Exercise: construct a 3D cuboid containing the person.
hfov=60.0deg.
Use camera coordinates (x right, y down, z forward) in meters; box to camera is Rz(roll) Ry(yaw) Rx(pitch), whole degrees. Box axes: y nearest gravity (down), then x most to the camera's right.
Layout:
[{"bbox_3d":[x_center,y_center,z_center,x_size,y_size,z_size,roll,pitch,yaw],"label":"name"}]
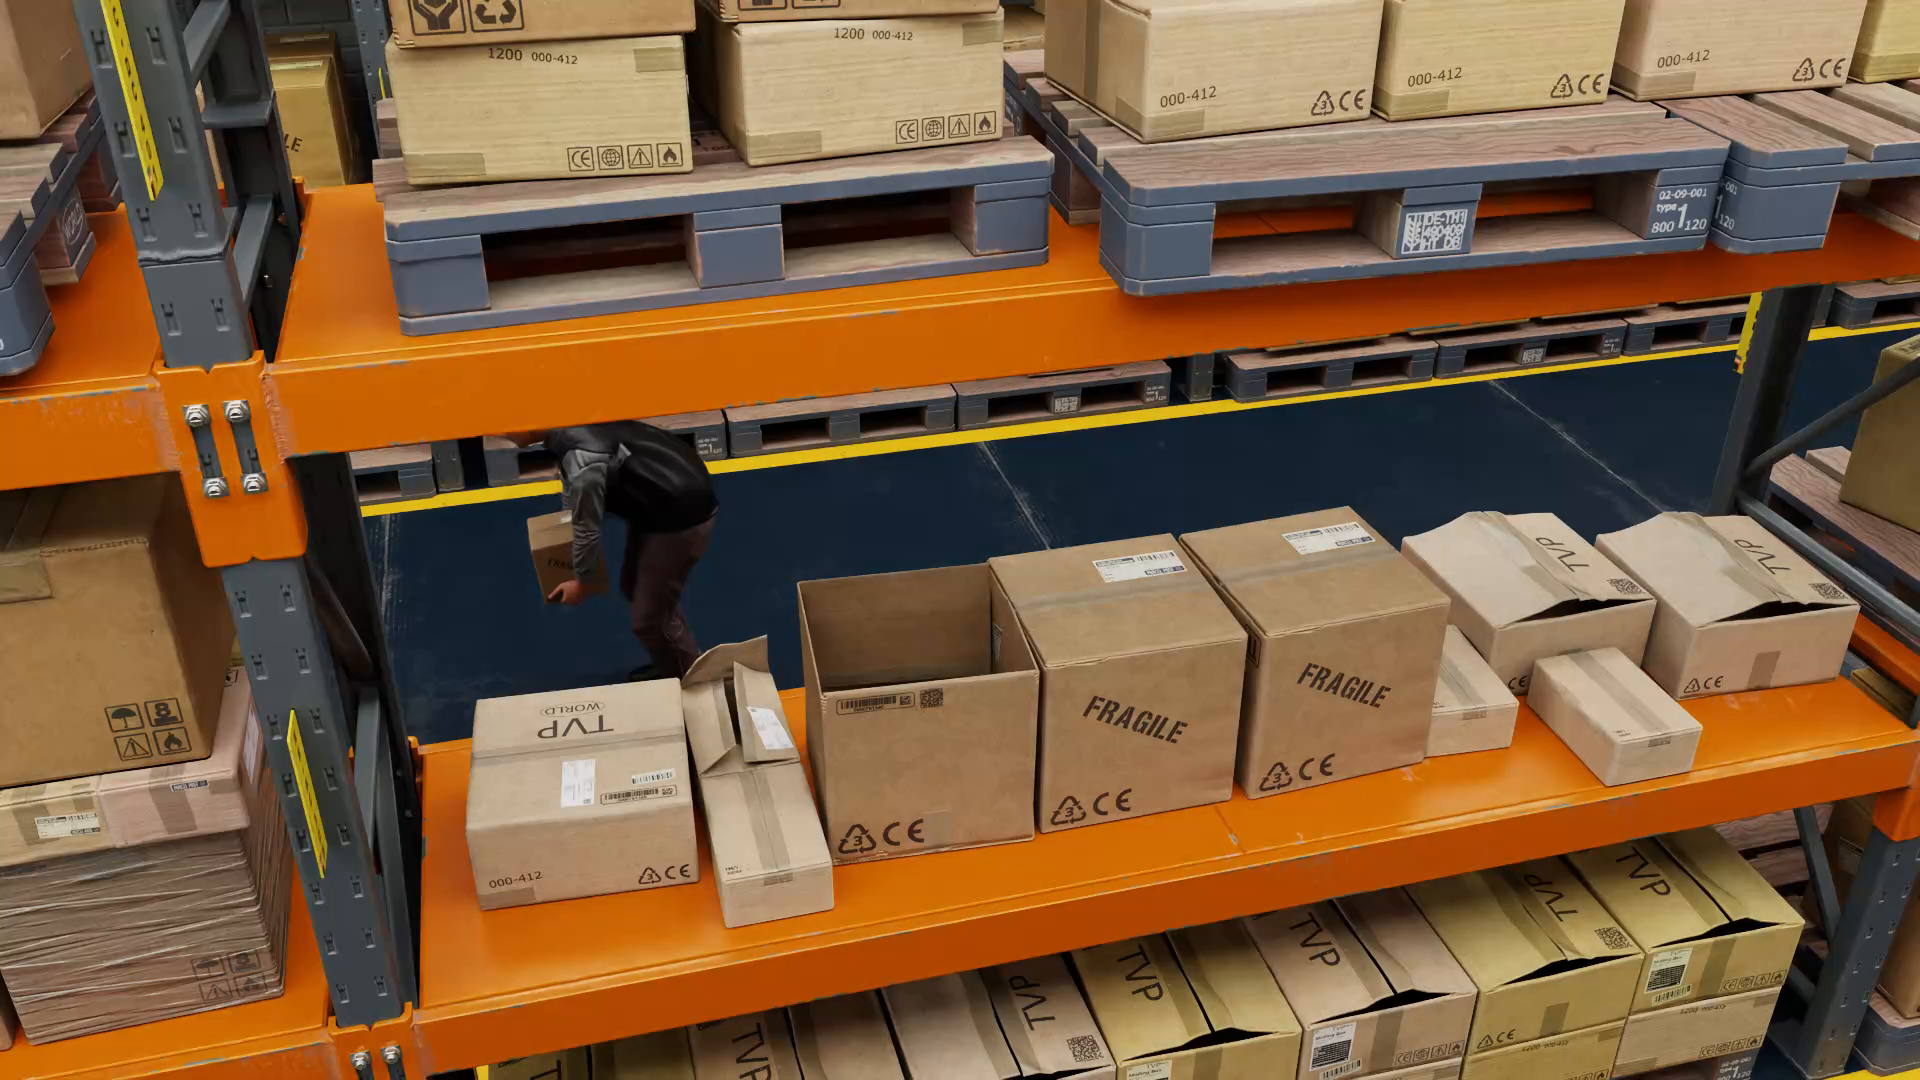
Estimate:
[{"bbox_3d":[-1.315,0.026,6.354,0.796,1.482,0.473,-9,31,-14],"label":"person"}]
